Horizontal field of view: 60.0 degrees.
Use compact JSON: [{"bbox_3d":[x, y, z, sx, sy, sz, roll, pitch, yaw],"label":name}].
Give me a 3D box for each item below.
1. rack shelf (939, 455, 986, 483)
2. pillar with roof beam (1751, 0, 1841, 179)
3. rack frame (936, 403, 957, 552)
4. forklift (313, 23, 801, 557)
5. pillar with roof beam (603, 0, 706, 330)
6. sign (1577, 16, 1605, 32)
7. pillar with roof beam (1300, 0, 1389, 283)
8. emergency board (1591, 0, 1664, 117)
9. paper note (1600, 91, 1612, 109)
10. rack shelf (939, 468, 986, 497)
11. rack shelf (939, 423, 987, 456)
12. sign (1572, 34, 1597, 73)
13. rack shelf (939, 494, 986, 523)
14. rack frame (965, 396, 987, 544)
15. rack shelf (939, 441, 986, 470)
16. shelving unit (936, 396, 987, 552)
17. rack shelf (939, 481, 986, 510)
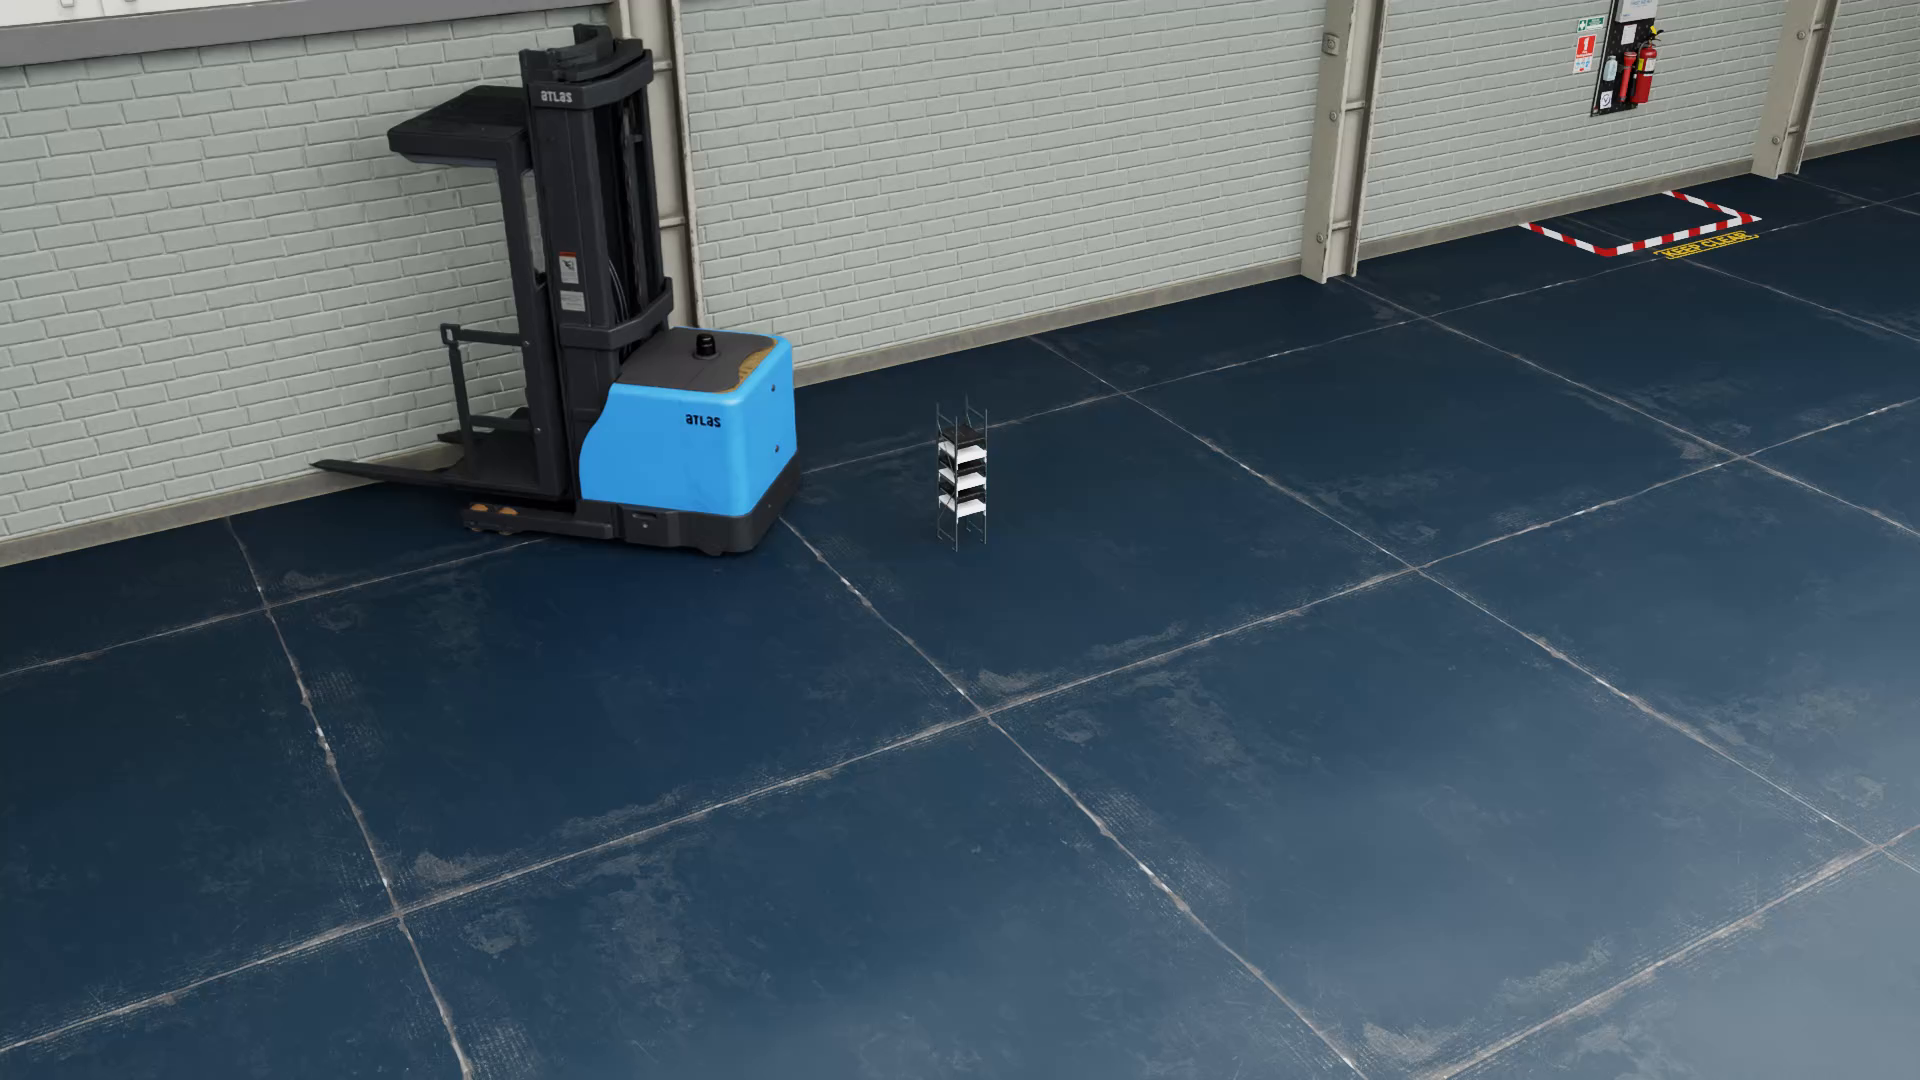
[{"bbox_3d":[0.007,-0.446,10.009,0.200,0.077,0.258,-16,33,-26],"label":"rack shelf"},{"bbox_3d":[10.539,-5.921,11.666,0.400,9.000,9.100,-16,33,-26],"label":"pillar with roof beam"},{"bbox_3d":[-0.081,-0.371,9.991,0.006,0.900,0.240,-16,33,-26],"label":"rack frame"},{"bbox_3d":[-2.605,-1.553,10.031,3.031,2.935,1.130,7,30,12],"label":"forklift"},{"bbox_3d":[0.193,-2.984,6.343,0.400,9.000,9.100,-16,33,-26],"label":"pillar with roof beam"},{"bbox_3d":[5.688,-4.652,14.989,0.331,0.109,0.001,-16,33,-26],"label":"sign"},{"bbox_3d":[5.366,-4.452,9.005,0.400,9.000,9.100,-16,33,-26],"label":"pillar with roof beam"},{"bbox_3d":[6.208,-4.499,15.298,0.643,1.169,0.194,-16,33,-26],"label":"emergency board"},{"bbox_3d":[6.021,-4.099,15.484,0.142,0.148,0.016,-16,33,-26],"label":"paper note"},{"bbox_3d":[0.007,-0.367,10.052,0.200,0.077,0.258,-16,33,-26],"label":"rack shelf"},{"bbox_3d":[0.007,-0.603,9.922,0.200,0.077,0.258,-16,33,-26],"label":"rack shelf"},{"bbox_3d":[5.679,-4.422,15.122,0.234,0.329,0.001,-16,33,-26],"label":"sign"},{"bbox_3d":[0.007,-0.209,10.139,0.200,0.077,0.258,-16,33,-26],"label":"rack shelf"},{"bbox_3d":[0.095,-0.421,10.081,0.006,0.900,0.240,-16,33,-26],"label":"rack frame"},{"bbox_3d":[0.007,-0.524,9.965,0.200,0.077,0.258,-16,33,-26],"label":"rack shelf"},{"bbox_3d":[0.007,-0.396,10.036,0.210,0.900,0.258,-16,33,-26],"label":"shelving unit"},{"bbox_3d":[0.007,-0.288,10.096,0.200,0.077,0.258,-16,33,-26],"label":"rack shelf"}]
